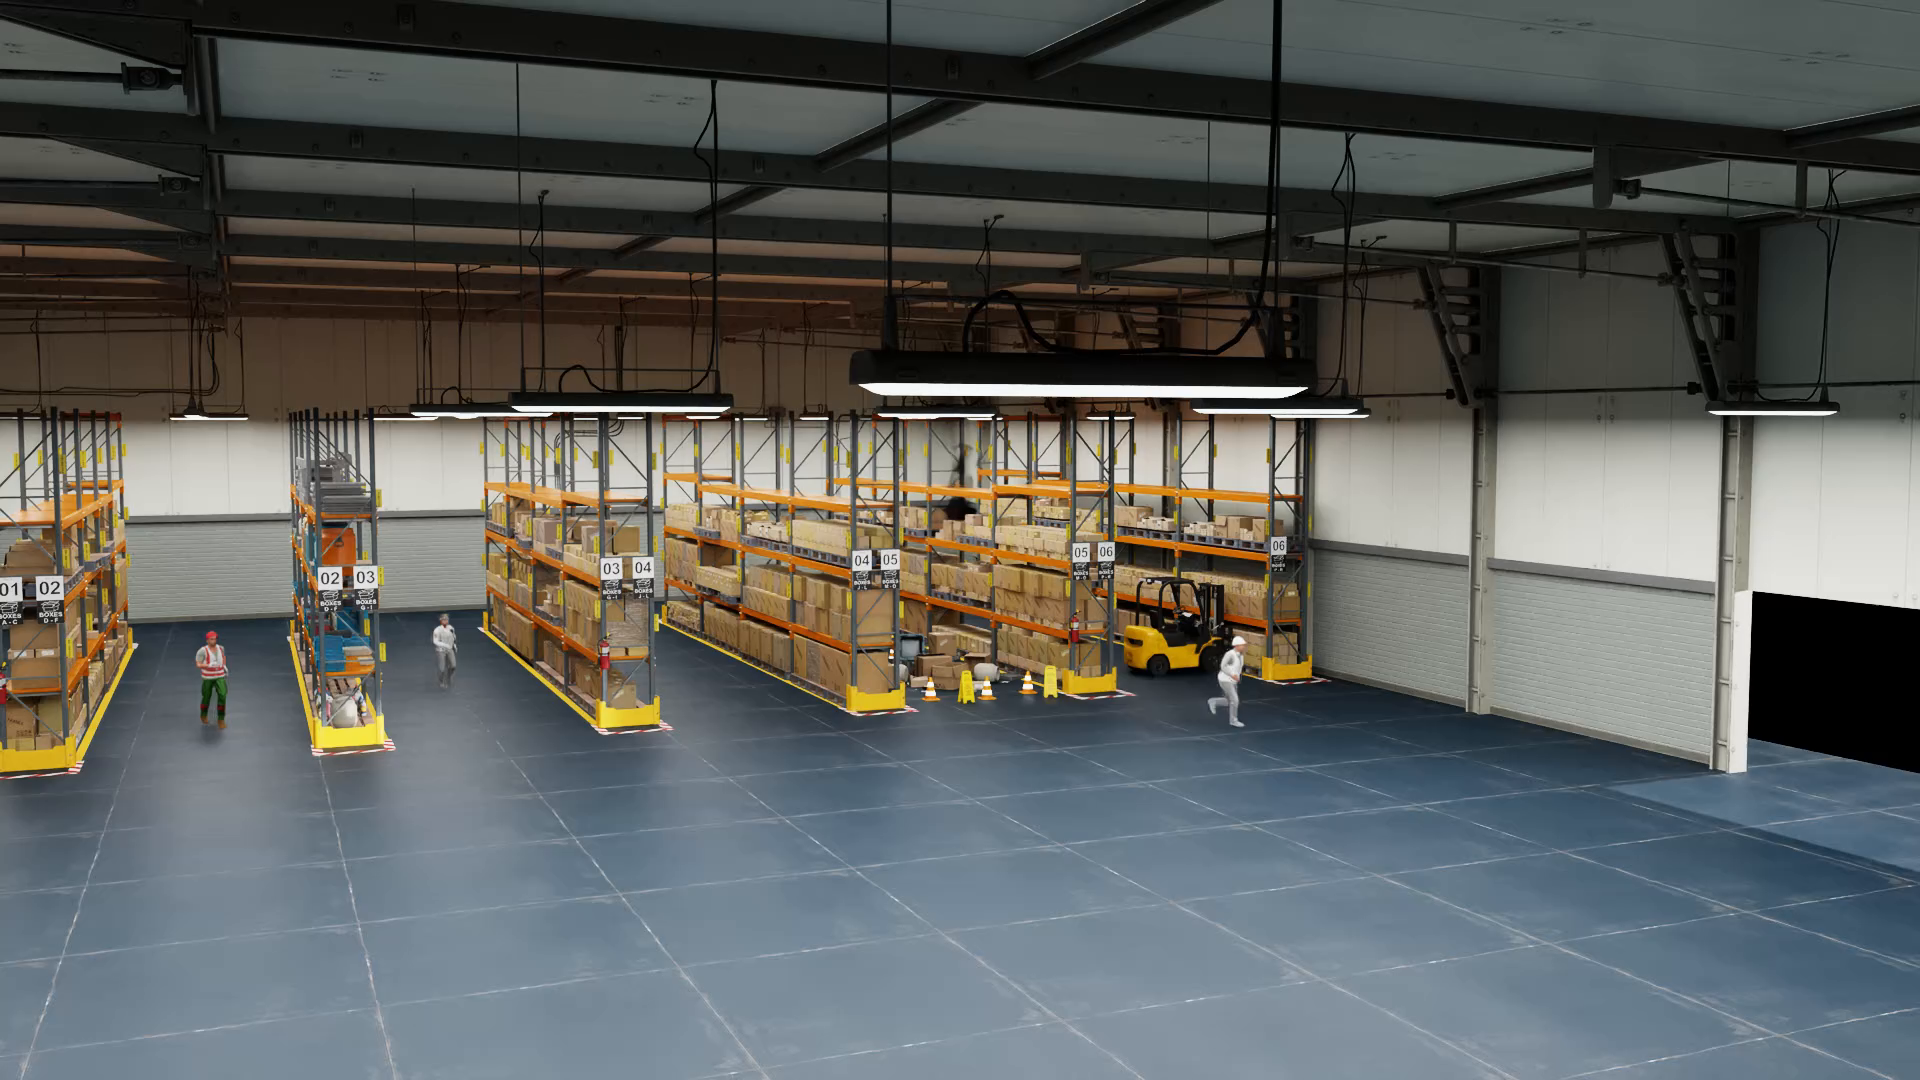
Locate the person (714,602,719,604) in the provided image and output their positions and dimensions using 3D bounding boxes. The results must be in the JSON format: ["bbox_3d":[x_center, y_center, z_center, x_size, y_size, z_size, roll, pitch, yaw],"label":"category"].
[{"bbox_3d":[-6.997,1.443,48.988,0.607,1.726,0.706,1,4,20],"label":"person"}]

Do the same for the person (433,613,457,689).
[{"bbox_3d":[-11.028,2.386,35.695,0.585,1.648,0.691,-3,5,-40],"label":"person"}]

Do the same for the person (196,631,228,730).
[{"bbox_3d":[-14.059,2.627,31.283,0.646,1.839,0.886,-4,5,-43],"label":"person"}]

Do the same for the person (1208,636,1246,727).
[{"bbox_3d":[5.058,2.667,31.568,0.848,1.722,0.636,4,5,42],"label":"person"}]
